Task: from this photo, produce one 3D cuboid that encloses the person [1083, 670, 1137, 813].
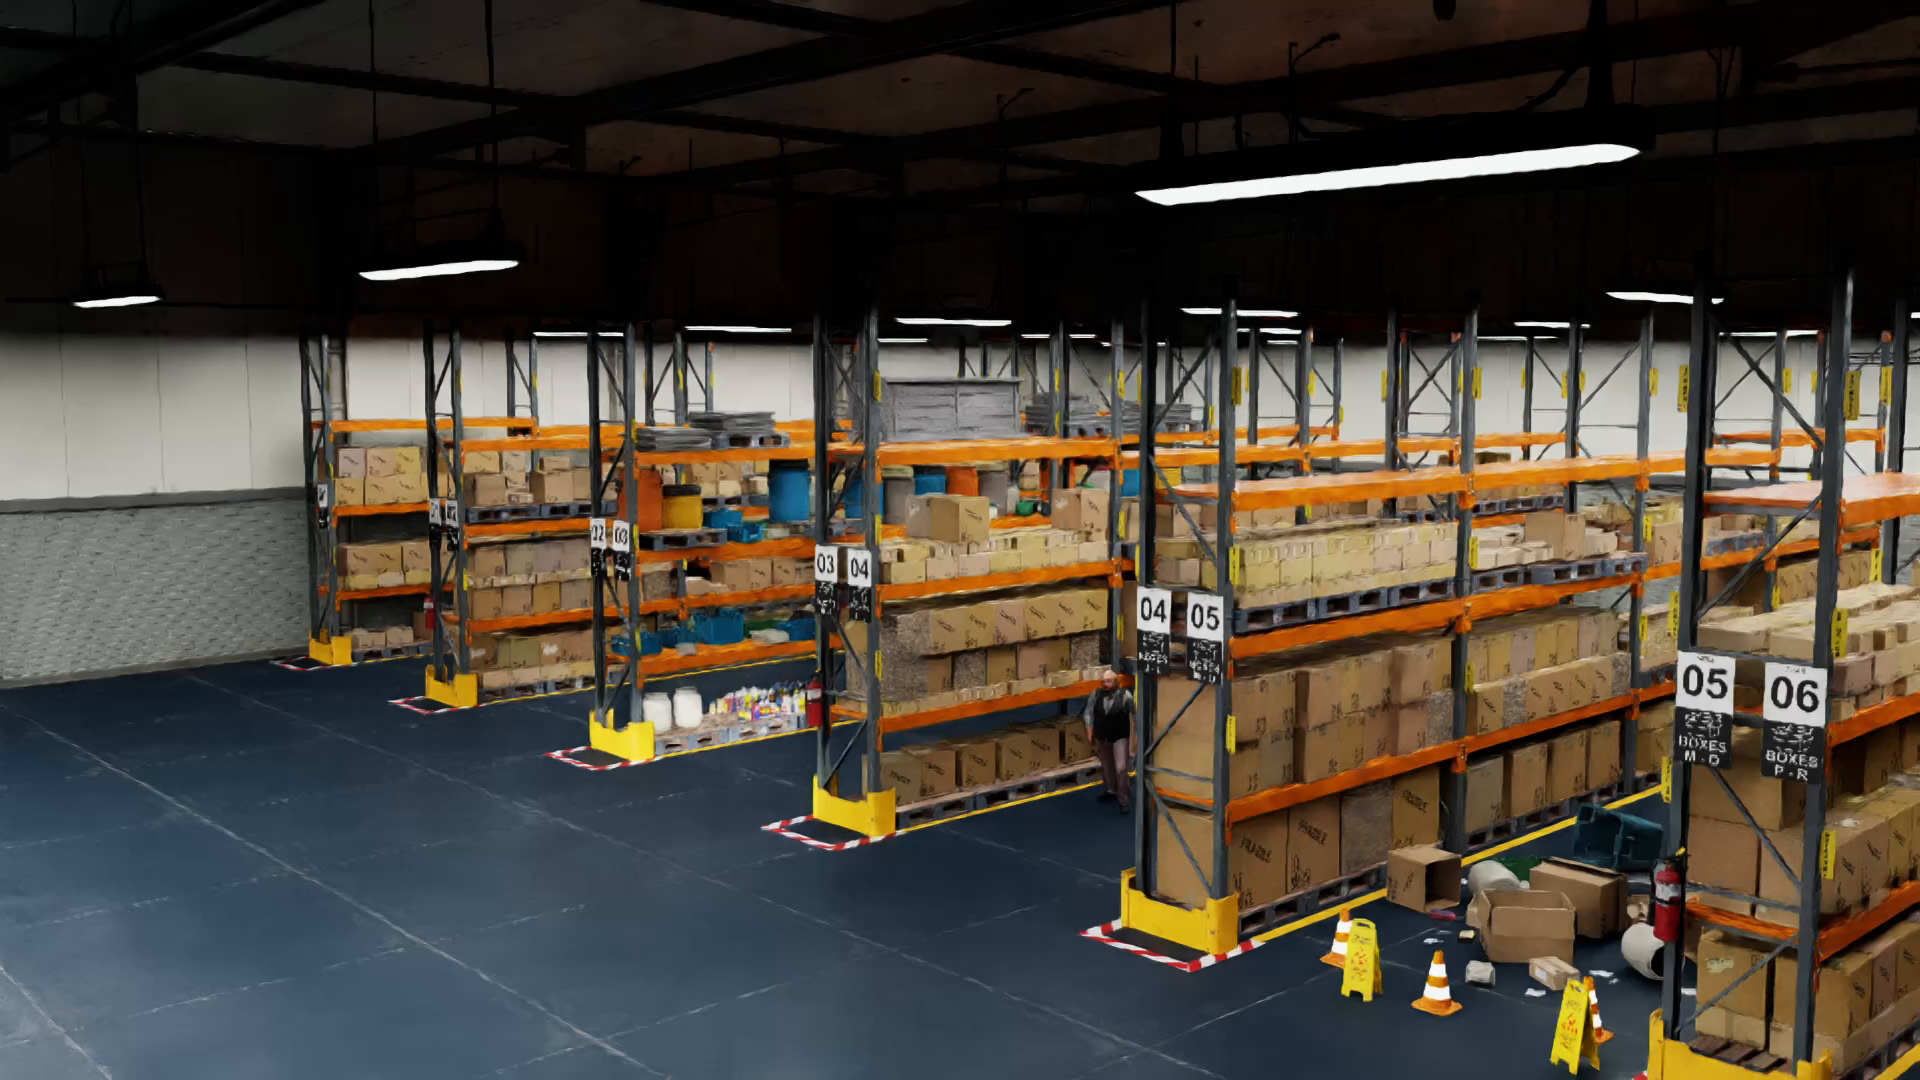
[{"bbox_3d":[1.818,2.342,19.703,0.676,1.659,0.799,3,6,27],"label":"person"}]
